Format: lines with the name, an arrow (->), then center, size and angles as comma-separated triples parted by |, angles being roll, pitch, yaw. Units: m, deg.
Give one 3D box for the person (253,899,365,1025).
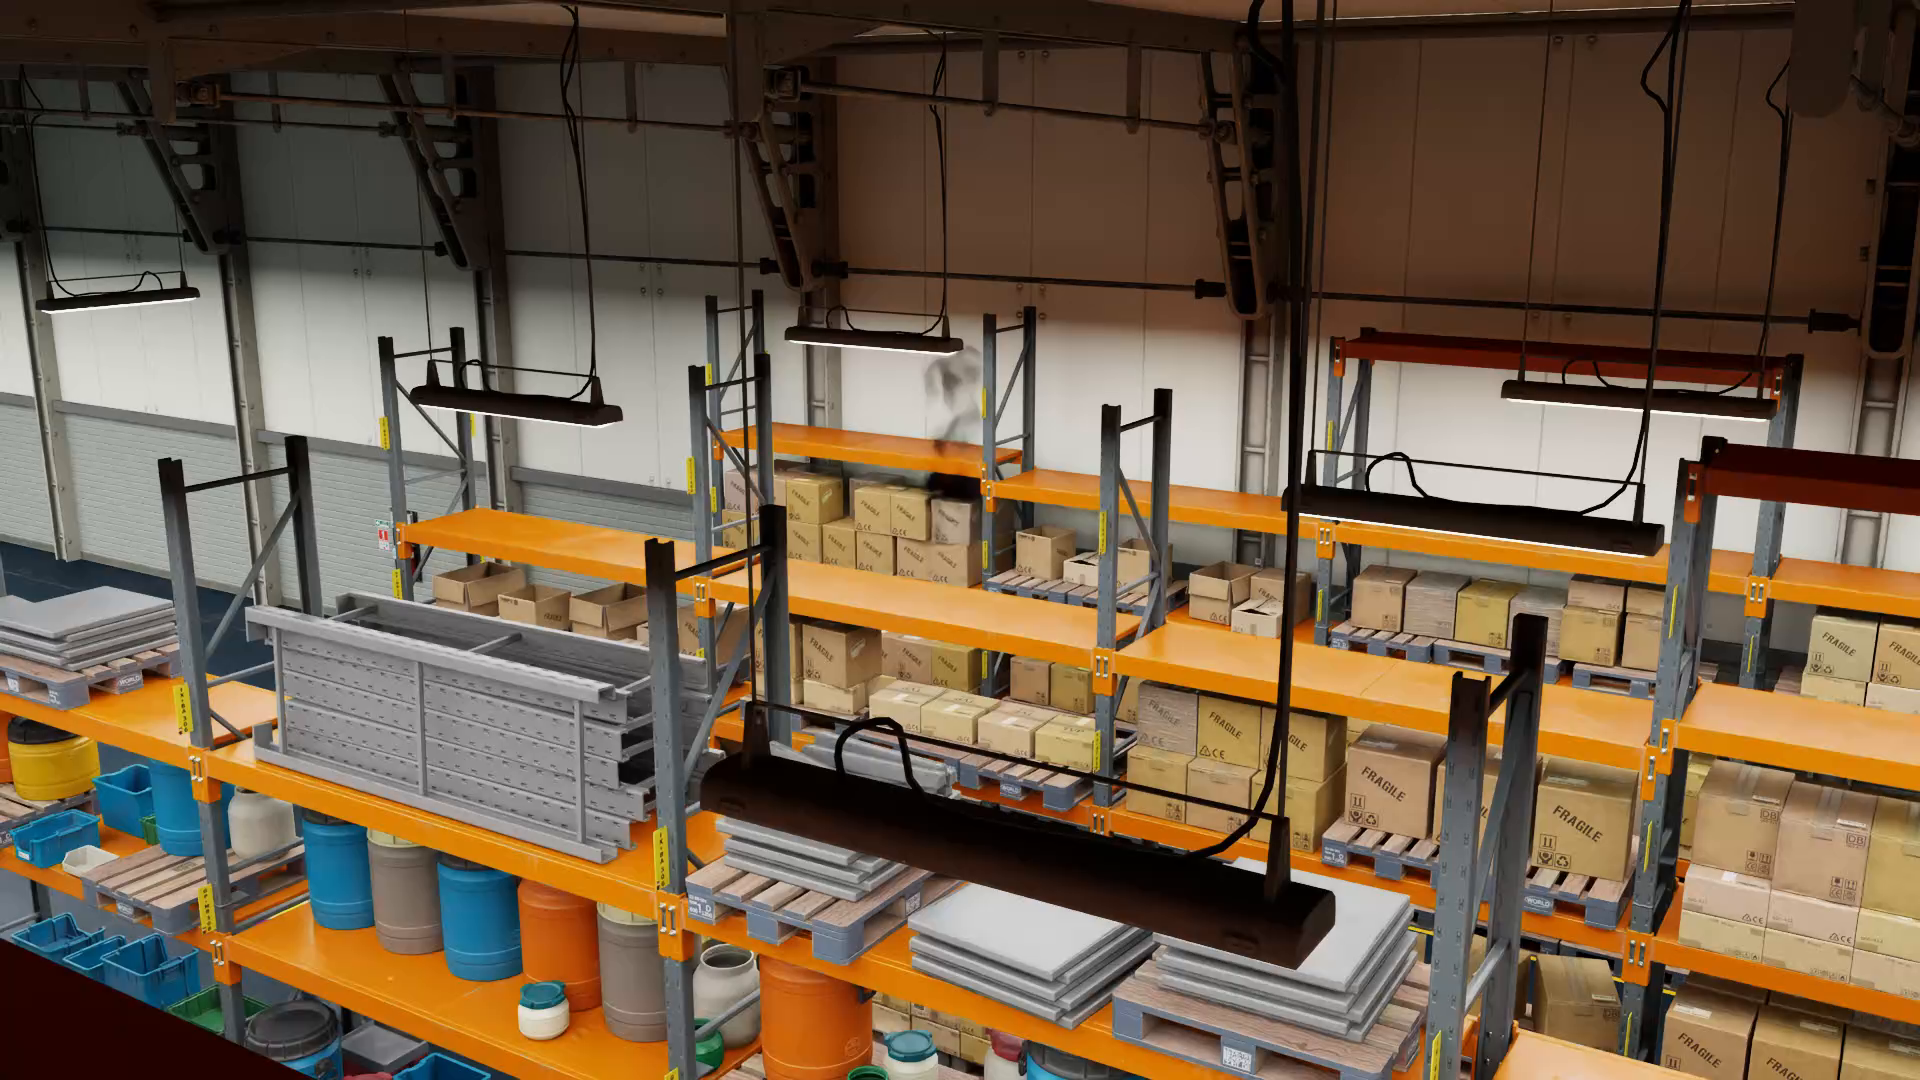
person -> -5.798, 3.769, 14.776 | 1.130, 1.592, 0.707 | 6, 15, 24
